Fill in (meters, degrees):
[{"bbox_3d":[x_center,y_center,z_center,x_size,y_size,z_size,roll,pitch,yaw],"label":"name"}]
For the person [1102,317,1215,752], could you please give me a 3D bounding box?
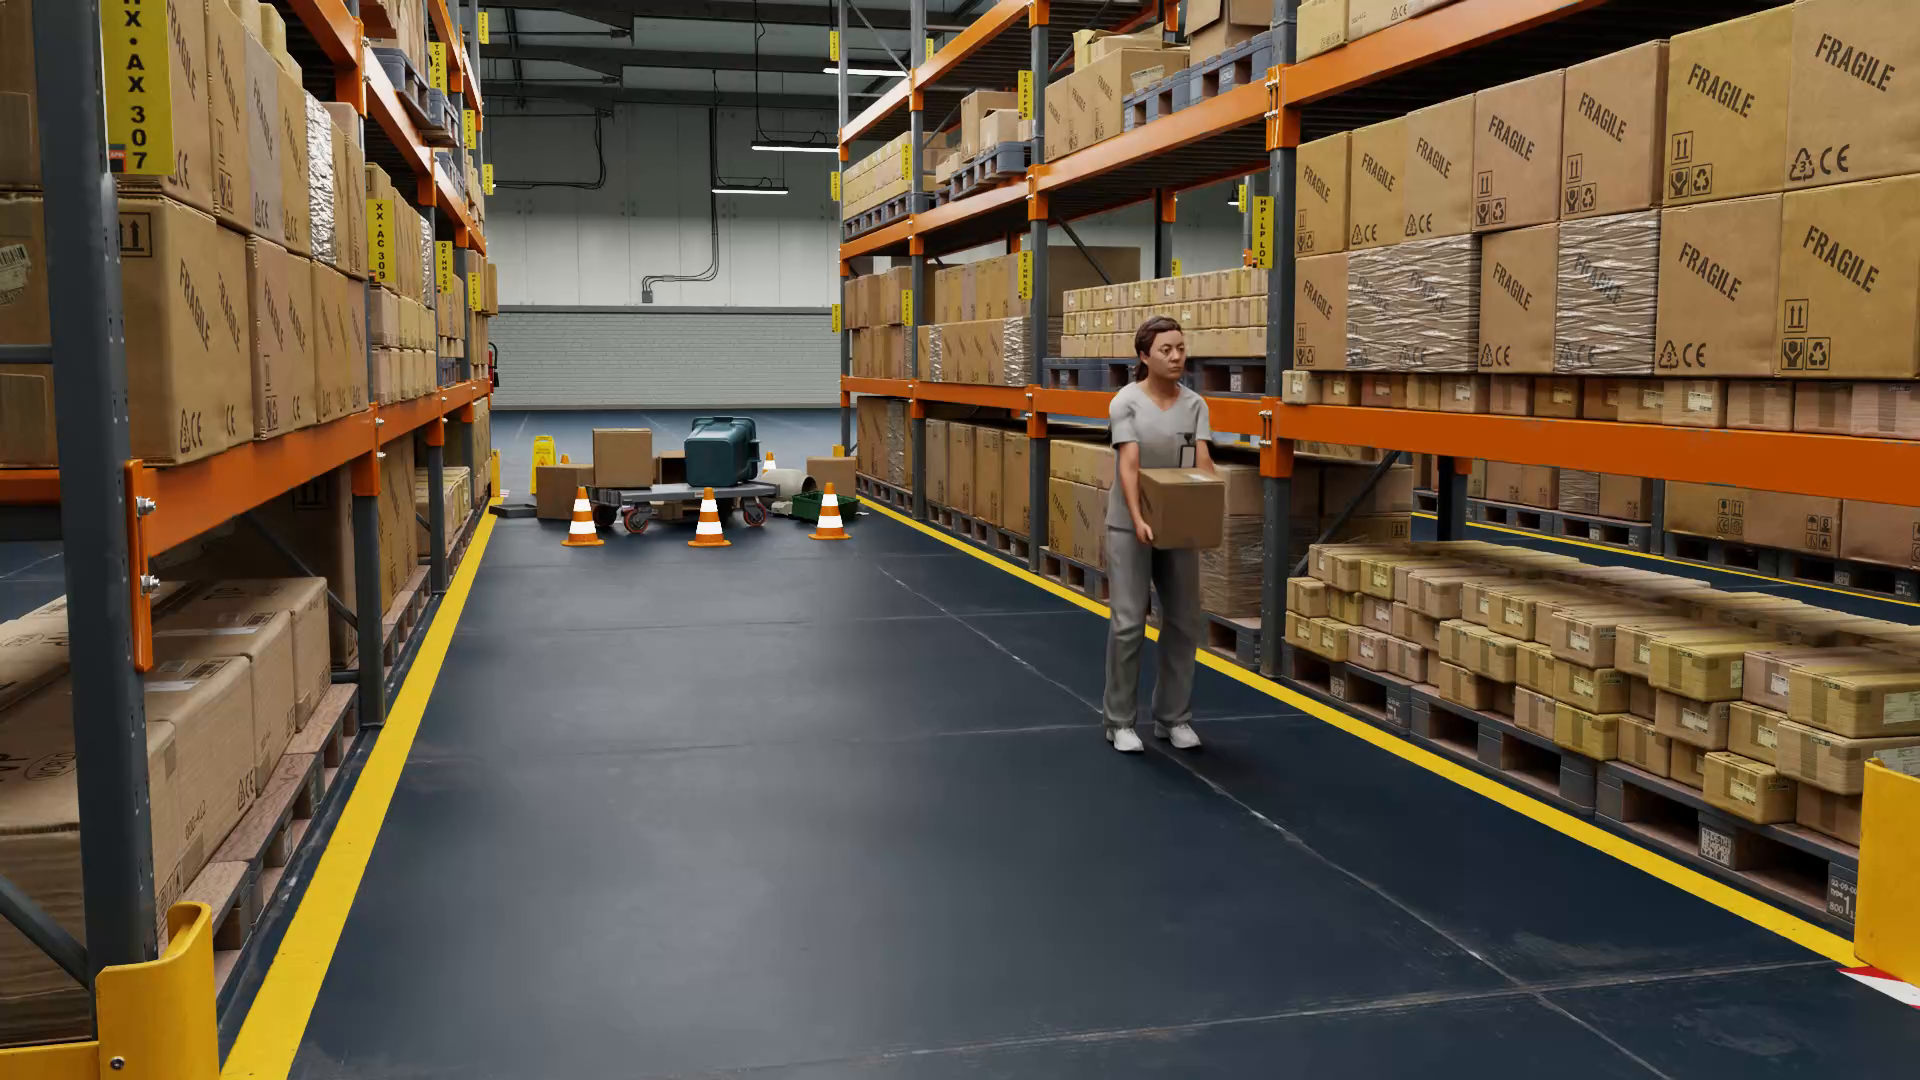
[{"bbox_3d":[0.778,-0.016,6.370,0.411,1.666,0.505,-2,6,-15],"label":"person"}]
